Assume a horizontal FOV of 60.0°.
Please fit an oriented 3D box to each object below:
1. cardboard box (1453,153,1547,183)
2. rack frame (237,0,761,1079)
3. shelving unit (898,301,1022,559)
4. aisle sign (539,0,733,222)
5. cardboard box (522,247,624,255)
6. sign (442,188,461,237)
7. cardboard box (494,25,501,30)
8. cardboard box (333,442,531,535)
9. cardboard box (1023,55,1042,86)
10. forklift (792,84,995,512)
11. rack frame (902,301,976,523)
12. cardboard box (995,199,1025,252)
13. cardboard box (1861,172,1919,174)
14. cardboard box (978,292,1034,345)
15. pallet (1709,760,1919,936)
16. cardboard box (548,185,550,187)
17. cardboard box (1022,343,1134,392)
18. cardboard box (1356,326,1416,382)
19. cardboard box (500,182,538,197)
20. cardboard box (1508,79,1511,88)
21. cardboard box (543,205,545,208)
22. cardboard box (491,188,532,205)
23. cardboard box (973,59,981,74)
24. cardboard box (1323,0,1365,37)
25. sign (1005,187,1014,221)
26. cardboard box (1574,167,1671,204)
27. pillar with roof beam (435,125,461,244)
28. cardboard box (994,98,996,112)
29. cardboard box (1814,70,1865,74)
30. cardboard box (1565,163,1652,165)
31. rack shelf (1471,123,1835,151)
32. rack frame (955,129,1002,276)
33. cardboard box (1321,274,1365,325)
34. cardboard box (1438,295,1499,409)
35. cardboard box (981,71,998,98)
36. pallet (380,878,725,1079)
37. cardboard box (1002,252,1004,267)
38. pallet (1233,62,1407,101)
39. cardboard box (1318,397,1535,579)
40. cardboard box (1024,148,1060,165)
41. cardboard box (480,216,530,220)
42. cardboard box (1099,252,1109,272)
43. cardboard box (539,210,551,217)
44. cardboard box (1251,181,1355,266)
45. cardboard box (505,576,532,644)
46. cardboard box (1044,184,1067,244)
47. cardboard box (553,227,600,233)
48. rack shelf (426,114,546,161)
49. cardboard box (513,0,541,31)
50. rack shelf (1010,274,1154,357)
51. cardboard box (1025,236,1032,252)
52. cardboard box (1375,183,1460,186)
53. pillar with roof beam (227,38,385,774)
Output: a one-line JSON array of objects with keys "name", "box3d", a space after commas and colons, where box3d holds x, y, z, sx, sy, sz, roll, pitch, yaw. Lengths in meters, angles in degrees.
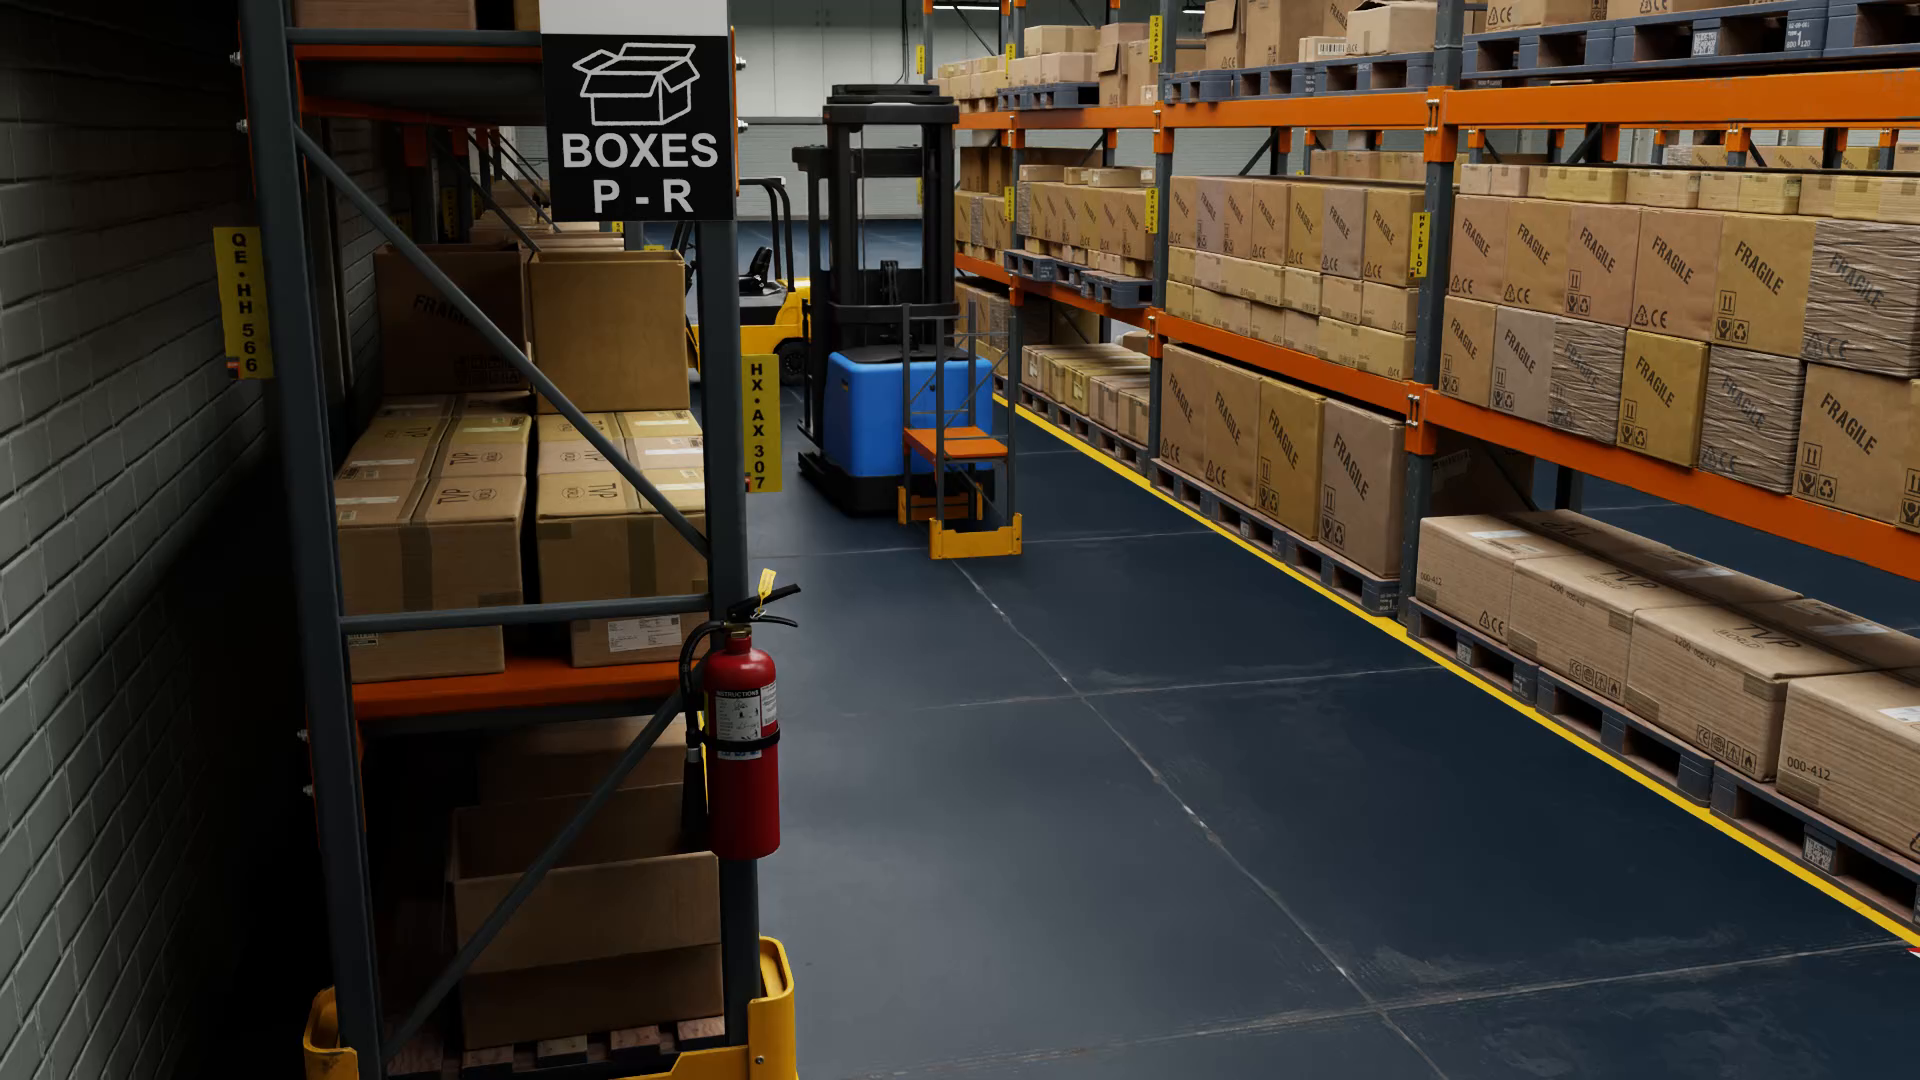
[{"name": "cardboard box", "box3d": [5.742, -3.850, 17.775, 0.875, 0.550, 0.550, -3, 14, -13]}, {"name": "rack frame", "box3d": [-0.995, 0.179, 3.874, 0.949, 2.616, 0.053, -3, 14, -13]}, {"name": "shelving unit", "box3d": [-0.018, -0.746, 10.821, 0.587, 1.500, 1.083, -3, 14, -13]}, {"name": "aisle sign", "box3d": [-0.697, -1.084, 3.567, 0.394, 0.787, 0.004, -3, 14, -13]}, {"name": "cardboard box", "box3d": [-1.955, -1.240, 8.585, 0.700, 0.500, 0.500, -3, 14, -13]}, {"name": "sign", "box3d": [-3.416, -2.197, 11.160, 0.100, 0.325, 0.005, -3, 14, -13]}, {"name": "cardboard box", "box3d": [-1.864, -1.907, 5.783, 0.500, 0.250, 0.500, -4, 14, -14]}, {"name": "cardboard box", "box3d": [-1.484, -0.103, 4.717, 0.500, 0.250, 0.500, -3, 14, -13]}, {"name": "cardboard box", "box3d": [0.875, -4.181, 14.830, 0.500, 0.250, 0.500, -3, 14, -14]}, {"name": "forklift", "box3d": [-0.643, -1.926, 12.634, 1.130, 2.935, 3.031, -4, 14, -15]}, {"name": "rack frame", "box3d": [-0.139, -0.866, 11.310, 0.500, 1.500, 0.032, -3, 14, -13]}, {"name": "cardboard box", "box3d": [0.661, -3.148, 16.656, 0.500, 0.500, 0.500, -4, 14, -15]}, {"name": "cardboard box", "box3d": [3.721, -1.345, 6.428, 0.380, 0.149, 0.250, -3, 14, -13]}, {"name": "cardboard box", "box3d": [0.487, -2.338, 17.505, 0.500, 0.500, 0.500, -3, 14, -12]}, {"name": "pallet", "box3d": [3.562, 1.076, 6.077, 1.003, 0.211, 1.213, -3, 14, -13]}, {"name": "cardboard box", "box3d": [-3.869, -3.424, 16.419, 0.380, 0.149, 0.250, -4, 14, -14]}, {"name": "cardboard box", "box3d": [1.133, -1.673, 16.108, 0.950, 0.372, 0.625, -3, 14, -12]}, {"name": "cardboard box", "box3d": [2.536, -1.038, 9.170, 0.500, 0.250, 0.500, -4, 14, -15]}, {"name": "cardboard box", "box3d": [-4.650, -3.691, 17.510, 0.380, 0.149, 0.250, -3, 14, -11]}, {"name": "cardboard box", "box3d": [6.040, -4.856, 17.598, 0.380, 0.149, 0.250, -4, 14, -14]}, {"name": "cardboard box", "box3d": [-4.106, -3.454, 17.167, 0.380, 0.149, 0.250, -3, 14, -14]}, {"name": "cardboard box", "box3d": [-4.204, -3.214, 15.559, 0.380, 0.149, 0.250, -4, 14, -15]}, {"name": "cardboard box", "box3d": [0.351, -4.946, 17.379, 0.380, 0.149, 0.250, -3, 14, -13]}, {"name": "cardboard box", "box3d": [2.643, -3.263, 10.547, 0.500, 0.500, 0.500, -3, 14, -13]}, {"name": "sign", "box3d": [0.482, -3.255, 16.107, 0.100, 0.325, 0.005, -3, 14, -13]}, {"name": "cardboard box", "box3d": [2.918, -1.545, 7.245, 0.380, 0.149, 0.250, -4, 14, -15]}, {"name": "pillar with roof beam", "box3d": [-1.284, -6.455, 18.388, 9.100, 9.000, 0.400, -3, 14, -13]}, {"name": "cardboard box", "box3d": [0.566, -4.439, 16.987, 0.380, 0.149, 0.250, -4, 14, -15]}, {"name": "cardboard box", "box3d": [6.735, -3.487, 12.350, 0.500, 0.500, 0.500, -3, 14, -13]}, {"name": "cardboard box", "box3d": [3.268, -1.817, 8.361, 0.380, 0.149, 0.250, -4, 14, -14]}, {"name": "rack shelf", "box3d": [6.265, -3.812, 15.406, 1.077, 0.370, 4.000, -3, 14, -13]}, {"name": "rack frame", "box3d": [0.068, -3.789, 20.117, 1.000, 3.000, 0.127, -3, 14, -13]}, {"name": "cardboard box", "box3d": [2.422, -1.394, 9.576, 0.500, 0.250, 0.500, -3, 14, -12]}, {"name": "cardboard box", "box3d": [2.742, -0.947, 8.271, 0.500, 0.500, 0.500, -3, 14, -11]}, {"name": "cardboard box", "box3d": [0.523, -4.599, 16.799, 0.500, 0.250, 0.500, -4, 14, -14]}, {"name": "pallet", "box3d": [-1.204, 1.333, 5.029, 1.003, 0.211, 1.213, -3, 14, -13]}, {"name": "cardboard box", "box3d": [0.636, -2.802, 16.604, 0.380, 0.149, 0.250, -3, 14, -14]}, {"name": "pallet", "box3d": [2.415, -2.906, 10.579, 1.003, 0.211, 1.213, -3, 14, -11]}, {"name": "cardboard box", "box3d": [2.663, -0.332, 9.556, 0.875, 0.875, 0.875, -3, 14, -11]}, {"name": "cardboard box", "box3d": [1.016, -3.778, 17.127, 0.700, 0.500, 0.500, -3, 14, -13]}, {"name": "cardboard box", "box3d": [-3.630, -2.505, 13.284, 0.380, 0.149, 0.250, -3, 14, -13]}, {"name": "cardboard box", "box3d": [1.354, -2.260, 13.503, 0.380, 0.149, 0.250, -4, 14, -16]}, {"name": "cardboard box", "box3d": [-3.436, -2.768, 14.361, 0.380, 0.149, 0.250, -3, 14, -13]}, {"name": "cardboard box", "box3d": [2.173, -2.000, 10.476, 0.500, 0.500, 0.500, -3, 14, -12]}, {"name": "cardboard box", "box3d": [-1.337, 0.178, 4.408, 0.380, 0.149, 0.250, -3, 14, -12]}, {"name": "cardboard box", "box3d": [1.060, -2.909, 14.792, 0.500, 0.500, 0.500, -3, 14, -14]}, {"name": "cardboard box", "box3d": [-2.666, -2.120, 11.707, 0.380, 0.149, 0.250, -3, 14, -12]}, {"name": "rack shelf", "box3d": [-2.407, -2.313, 9.268, 1.077, 0.370, 4.000, -3, 14, -13]}, {"name": "cardboard box", "box3d": [-0.847, -1.242, 3.901, 0.380, 0.149, 0.250, -3, 14, -12]}, {"name": "rack shelf", "box3d": [1.477, -2.056, 14.537, 1.077, 0.370, 4.000, -3, 14, -13]}, {"name": "cardboard box", "box3d": [0.830, -2.803, 15.726, 0.380, 0.149, 0.250, -3, 14, -12]}, {"name": "cardboard box", "box3d": [2.801, -1.905, 10.085, 0.500, 0.500, 0.500, -4, 14, -15]}, {"name": "pillar with roof beam", "box3d": [1.534, -3.687, 7.057, 9.100, 9.000, 0.400, -3, 14, -13]}]
